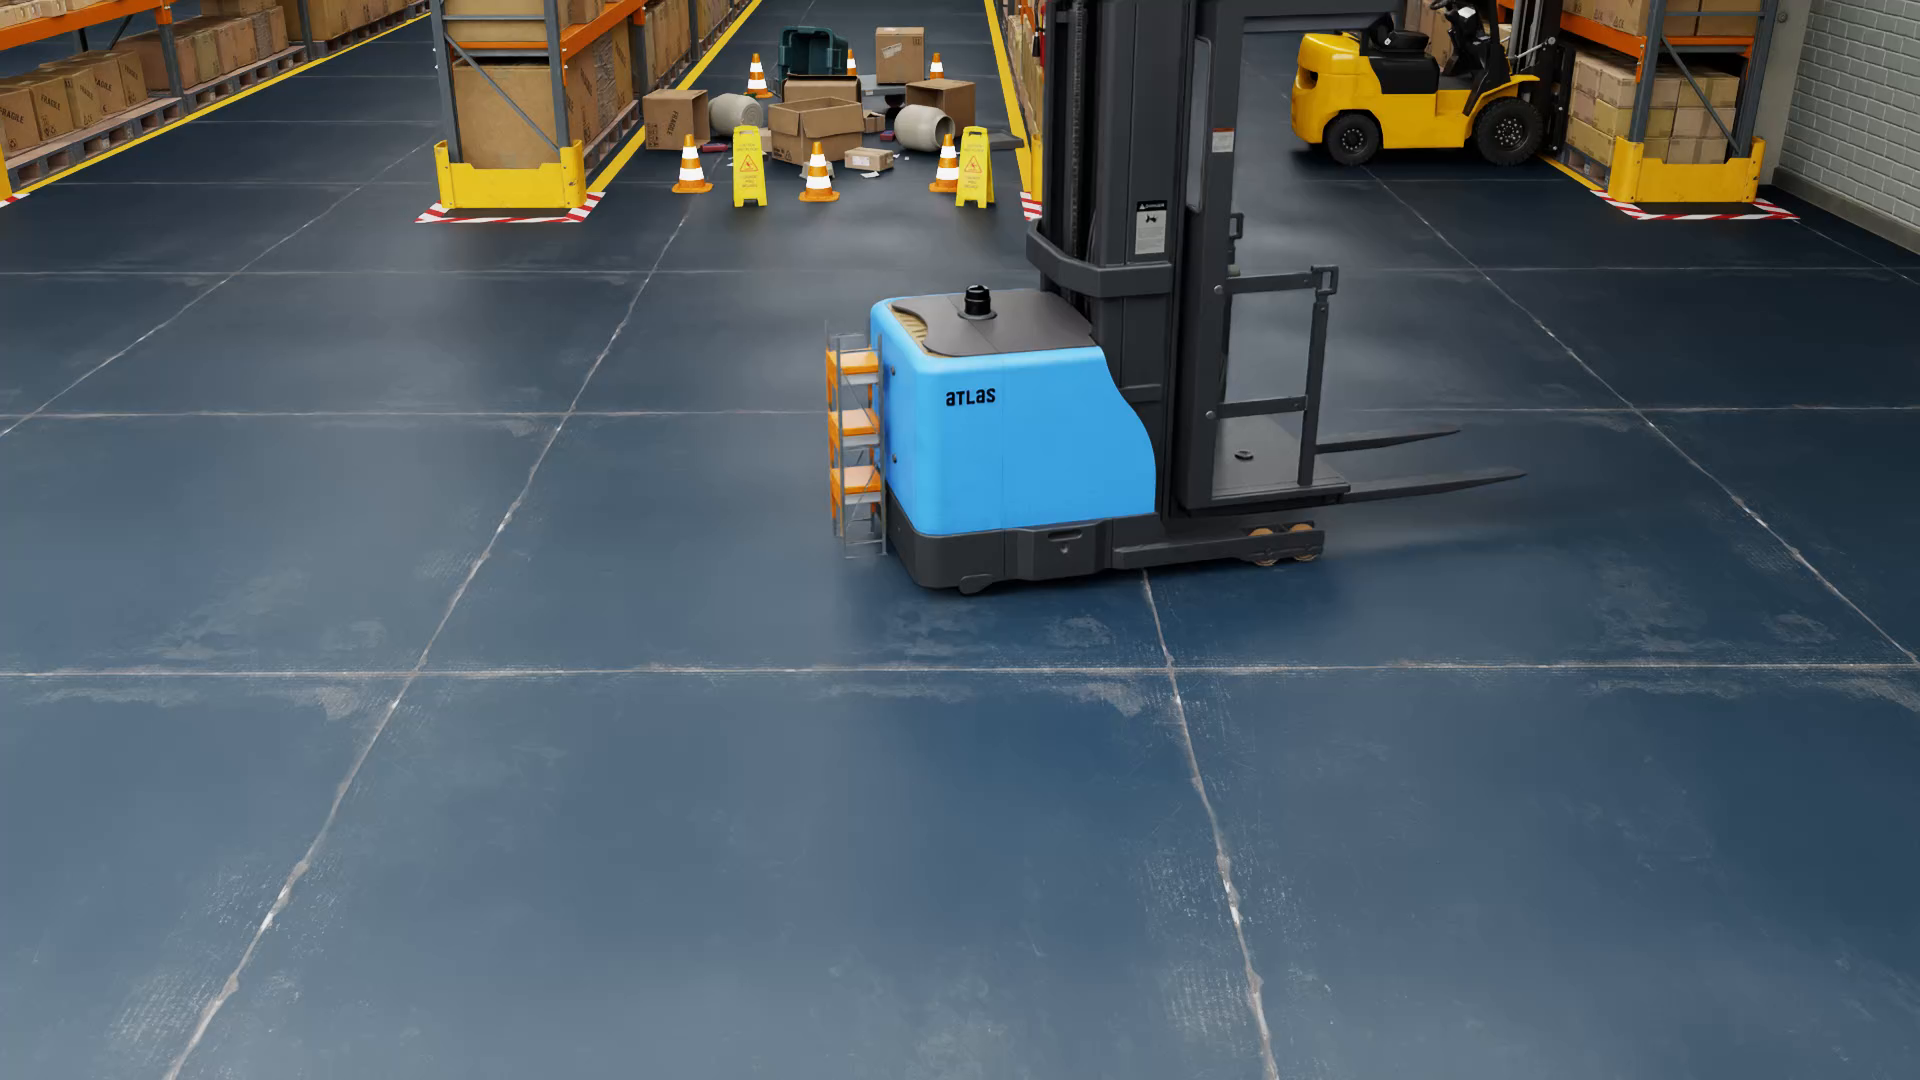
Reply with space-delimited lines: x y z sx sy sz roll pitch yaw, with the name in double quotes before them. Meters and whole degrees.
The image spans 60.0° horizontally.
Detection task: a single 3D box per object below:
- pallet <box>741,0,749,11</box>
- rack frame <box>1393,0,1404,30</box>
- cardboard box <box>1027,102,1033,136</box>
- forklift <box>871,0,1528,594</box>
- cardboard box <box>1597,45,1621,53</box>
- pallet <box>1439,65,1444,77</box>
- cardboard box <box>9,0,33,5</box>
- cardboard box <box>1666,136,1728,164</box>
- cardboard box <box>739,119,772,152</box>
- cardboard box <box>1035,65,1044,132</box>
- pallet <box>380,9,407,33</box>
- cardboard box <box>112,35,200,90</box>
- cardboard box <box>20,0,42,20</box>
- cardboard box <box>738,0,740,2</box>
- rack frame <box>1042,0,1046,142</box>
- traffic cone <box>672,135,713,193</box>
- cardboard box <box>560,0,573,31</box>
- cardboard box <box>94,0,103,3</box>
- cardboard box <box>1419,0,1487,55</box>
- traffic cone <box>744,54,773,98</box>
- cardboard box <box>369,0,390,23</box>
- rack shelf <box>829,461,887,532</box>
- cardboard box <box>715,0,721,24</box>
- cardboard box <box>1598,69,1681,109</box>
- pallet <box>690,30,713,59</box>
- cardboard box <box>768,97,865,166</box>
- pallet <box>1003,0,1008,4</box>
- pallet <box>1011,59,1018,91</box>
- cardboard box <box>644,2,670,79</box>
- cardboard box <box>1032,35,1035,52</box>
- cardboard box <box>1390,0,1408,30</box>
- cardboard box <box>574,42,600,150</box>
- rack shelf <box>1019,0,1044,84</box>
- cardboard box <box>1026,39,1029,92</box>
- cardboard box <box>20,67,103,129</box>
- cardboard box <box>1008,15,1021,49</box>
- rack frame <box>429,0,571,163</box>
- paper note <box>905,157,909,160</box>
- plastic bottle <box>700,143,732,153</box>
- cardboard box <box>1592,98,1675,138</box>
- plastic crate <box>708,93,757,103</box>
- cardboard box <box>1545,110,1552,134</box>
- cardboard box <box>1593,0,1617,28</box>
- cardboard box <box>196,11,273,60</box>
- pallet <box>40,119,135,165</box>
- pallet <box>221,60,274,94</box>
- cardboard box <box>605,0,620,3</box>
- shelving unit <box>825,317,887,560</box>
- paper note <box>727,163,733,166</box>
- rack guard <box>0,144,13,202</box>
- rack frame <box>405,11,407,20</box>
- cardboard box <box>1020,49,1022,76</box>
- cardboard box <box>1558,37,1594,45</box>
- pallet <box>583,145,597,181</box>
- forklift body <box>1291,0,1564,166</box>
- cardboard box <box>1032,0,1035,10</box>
"pallet" -3.943 -8.669 26.660 1.003 0.211 1.213 0 24 -1
"rack frame" 6.072 -7.598 20.910 1.000 3.000 0.127 0 24 -1
"cardboard box" 0.909 -3.977 15.731 0.500 0.250 0.500 -1 24 -2
"forklift" 1.156 -1.422 7.337 3.031 2.935 1.130 -6 25 -13
"cardboard box" 6.341 -4.518 15.712 0.500 0.250 0.500 -1 24 -2
"pallet" 6.052 -5.487 19.625 1.003 0.211 1.213 0 24 -1
"cardboard box" -8.780 -5.053 14.799 0.875 0.500 0.500 0 24 -1
"cardboard box" 6.349 -3.443 14.550 0.500 0.250 0.500 0 24 0
"cardboard box" -1.936 -3.916 16.087 0.396 0.266 0.258 4 25 9
"cardboard box" 0.926 -3.887 14.621 0.500 0.500 0.500 0 24 0
"pallet" -8.761 -7.590 24.275 1.003 0.211 1.213 0 24 -1
"cardboard box" -8.742 -5.196 18.098 0.700 0.500 0.500 -2 24 -5
"cardboard box" -8.499 -4.752 14.922 0.380 0.149 0.250 0 24 -1
"cardboard box" -3.569 -8.312 25.438 0.380 0.149 0.250 0 24 1
"rack frame" 1.196 -4.278 13.568 1.000 3.000 0.127 0 24 -1
"traffic cone" -2.339 -3.283 14.448 0.336 0.463 0.334 0 24 -1
"cardboard box" -3.830 -4.661 14.234 0.875 0.550 0.550 0 24 -1
"cardboard box" -8.540 -5.267 16.061 0.380 0.149 0.250 0 24 -1
"cardboard box" 6.080 -6.181 20.149 0.875 0.625 0.625 1 24 1
"traffic cone" -2.301 -5.266 18.831 0.336 0.463 0.334 0 24 -1
"cardboard box" -8.807 -7.769 23.357 1.225 0.875 0.875 -1 24 -2
"rack shelf" -0.465 -0.187 7.590 0.215 0.259 0.240 -6 25 -13
"cardboard box" -3.617 -7.484 23.182 0.500 0.500 0.500 -1 24 -2
"cardboard box" 5.842 -3.884 14.311 0.500 0.250 0.500 1 24 1
"pallet" -3.847 -6.562 22.002 1.003 0.211 1.213 0 24 -1
"cardboard box" -1.355 -3.853 15.658 0.797 0.503 0.637 -19 31 -36
"pallet" 1.135 -8.266 25.769 1.003 0.211 1.213 0 24 -1
"pallet" 1.126 -5.480 19.611 1.003 0.211 1.213 0 24 -1
"cardboard box" -3.900 -5.681 18.892 1.050 0.750 0.750 0 24 -1
"cardboard box" 0.854 -4.546 15.290 0.380 0.149 0.250 1 24 2
"cardboard box" 5.852 -6.824 21.721 0.500 0.500 0.500 0 24 1
"cardboard box" -3.838 -4.079 15.197 0.875 0.875 0.875 -1 24 -1
"rack shelf" 1.174 -4.774 15.538 1.077 0.370 4.000 0 24 -1
"cardboard box" 0.906 -4.741 16.510 0.500 0.500 0.500 1 24 2
"cardboard box" -8.694 -4.277 16.091 0.500 0.500 0.500 -2 24 -5
"cardboard box" 1.105 -6.335 20.797 0.950 0.372 0.625 -2 24 -4
"rack frame" -3.753 -4.214 13.427 1.000 3.000 0.127 0 24 -1
"paper note" -0.503 -3.608 15.716 0.032 0.001 0.123 0 24 -1
"plastic bottle" -2.354 -3.788 16.050 0.283 0.061 0.133 -9 26 -19
"cardboard box" 5.841 -3.667 14.438 0.500 0.250 0.500 -1 24 -1
"plastic crate" -2.485 -4.541 17.493 0.450 0.188 0.662 3 22 31
"cardboard box" 5.818 -4.057 15.908 0.500 0.250 0.500 1 24 1
"cardboard box" 5.895 -4.762 14.519 0.500 0.500 0.500 0 24 1
"cardboard box" -8.755 -6.087 20.067 0.700 0.500 0.500 -2 24 -5
"pallet" -8.698 -3.830 15.963 1.003 0.211 1.213 0 24 -1
"pallet" -8.783 -5.436 19.512 1.003 0.211 1.213 0 24 -1
"cardboard box" -3.752 -5.552 16.203 0.875 0.550 0.550 0 24 -1
"shelving unit" -0.466 -0.450 7.471 0.215 1.050 0.252 -6 25 -13
"paper note" -2.072 -3.497 15.447 0.144 0.017 0.142 8 26 18
"rack guard" -8.714 -3.125 14.054 1.175 0.500 0.348 0 24 -1
"rack frame" -8.844 -9.178 24.403 1.000 3.000 0.127 0 24 -1
"cardboard box" 1.144 -5.136 18.145 0.950 0.372 0.625 0 24 0
"cardboard box" 5.819 -4.727 16.176 0.500 0.250 0.500 1 24 1
"pallet" -3.840 -3.272 14.729 1.003 0.211 1.213 0 24 -1
"forklift body" 4.314 -4.688 15.505 2.313 2.155 1.214 0 24 -1
"cardboard box" 0.870 -5.049 15.579 0.380 0.149 0.250 0 24 -1
